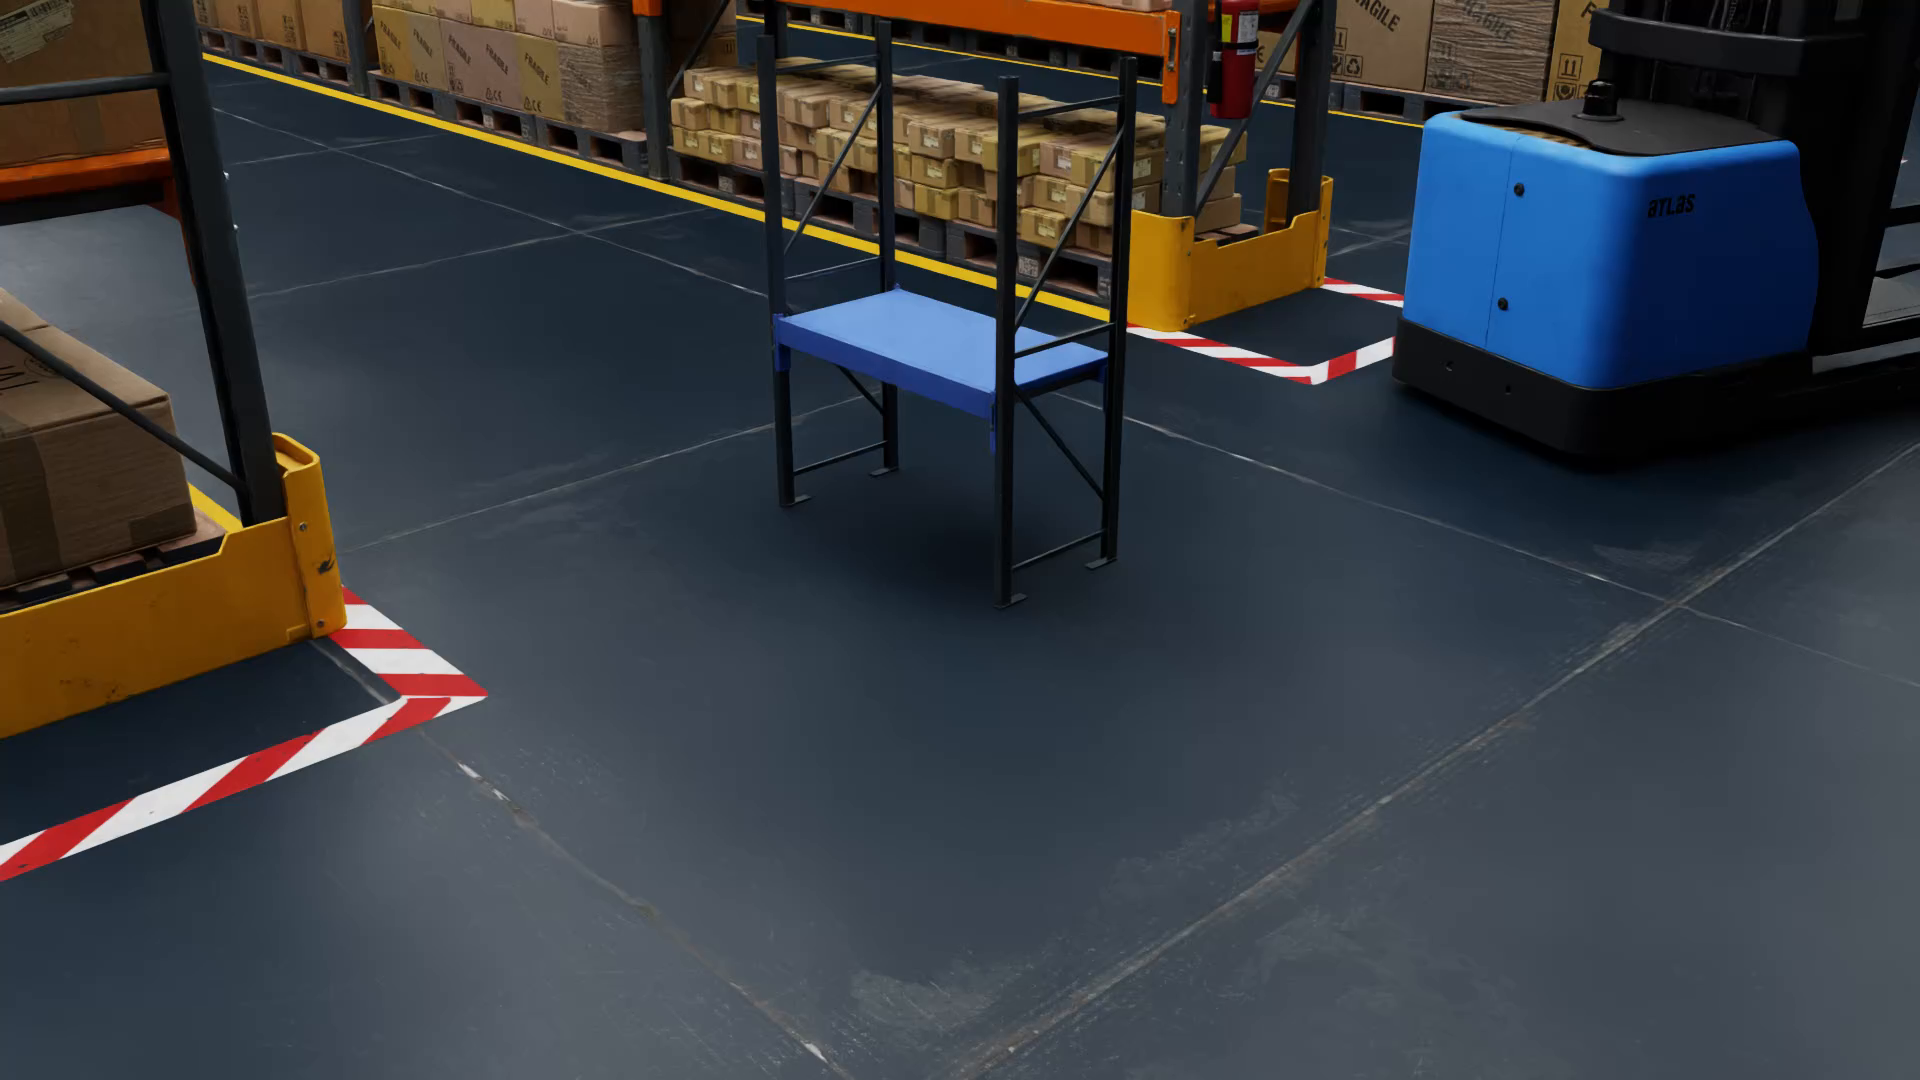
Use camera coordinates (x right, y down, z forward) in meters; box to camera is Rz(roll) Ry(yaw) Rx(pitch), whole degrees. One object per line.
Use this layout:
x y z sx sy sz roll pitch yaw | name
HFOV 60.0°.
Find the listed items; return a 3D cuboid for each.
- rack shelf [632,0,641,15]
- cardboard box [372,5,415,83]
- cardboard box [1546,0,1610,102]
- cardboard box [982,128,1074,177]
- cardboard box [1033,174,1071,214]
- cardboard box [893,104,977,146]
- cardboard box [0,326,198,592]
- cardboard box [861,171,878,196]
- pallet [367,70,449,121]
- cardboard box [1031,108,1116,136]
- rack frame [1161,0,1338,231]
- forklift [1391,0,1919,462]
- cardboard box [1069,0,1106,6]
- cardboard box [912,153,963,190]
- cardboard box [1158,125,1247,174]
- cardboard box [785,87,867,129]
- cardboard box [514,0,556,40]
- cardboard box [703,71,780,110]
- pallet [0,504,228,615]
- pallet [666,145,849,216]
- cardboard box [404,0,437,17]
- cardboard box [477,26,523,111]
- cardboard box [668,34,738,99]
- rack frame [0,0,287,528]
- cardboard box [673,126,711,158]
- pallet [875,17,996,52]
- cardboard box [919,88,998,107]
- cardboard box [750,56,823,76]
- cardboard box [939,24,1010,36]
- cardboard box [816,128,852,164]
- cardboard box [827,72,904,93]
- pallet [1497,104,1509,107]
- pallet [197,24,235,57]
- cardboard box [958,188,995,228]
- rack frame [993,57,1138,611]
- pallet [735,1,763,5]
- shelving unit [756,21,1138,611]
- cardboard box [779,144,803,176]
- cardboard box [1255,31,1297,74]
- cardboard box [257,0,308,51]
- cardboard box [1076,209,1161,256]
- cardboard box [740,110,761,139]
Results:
-2.832 -3.941 11.141 1.077 0.370 4.000 -21 32 -38 | rack shelf
-3.902 -3.641 12.123 0.500 0.500 0.500 22 33 40 | cardboard box
4.463 -3.222 10.753 0.875 0.875 0.875 -21 32 -38 | cardboard box
0.323 -1.838 7.878 0.380 0.149 0.250 -22 33 -40 | cardboard box
0.561 -1.653 7.830 0.380 0.149 0.250 -22 33 -40 | cardboard box
-0.132 -2.112 8.477 0.250 0.149 0.380 23 33 40 | cardboard box
-2.799 -0.212 4.682 0.875 0.438 0.875 22 33 40 | cardboard box
-0.299 -1.915 8.763 0.380 0.149 0.250 -20 31 -37 | cardboard box
-3.666 -3.368 12.379 1.003 0.211 1.213 -21 32 -38 | pallet
0.574 -2.084 8.416 0.250 0.149 0.380 22 32 39 | cardboard box
1.269 -2.450 7.007 1.000 3.000 0.127 -21 32 -38 | rack frame
3.234 -2.019 6.143 3.031 2.935 1.130 -12 27 -24 | forklift
0.697 -2.441 7.288 0.380 0.149 0.250 -21 32 -39 | cardboard box
-0.020 -1.869 8.303 0.380 0.149 0.250 -21 32 -38 | cardboard box
1.159 -1.870 7.947 0.250 0.149 0.380 22 32 39 | cardboard box
-0.718 -2.328 8.951 0.380 0.149 0.250 -20 31 -37 | cardboard box
-2.500 -3.371 10.626 0.500 0.250 0.500 -19 31 -36 | cardboard box
-1.236 -2.563 9.467 0.380 0.149 0.250 -19 31 -36 | cardboard box
-2.879 0.033 4.923 1.003 0.211 1.213 -21 32 -38 | pallet
-0.980 -2.200 9.818 1.003 0.211 1.213 -21 32 -38 | pallet
-3.558 -3.838 11.651 0.500 0.250 0.500 -22 32 -39 | cardboard box
-2.853 -3.181 11.114 0.500 0.500 0.500 -22 33 -40 | cardboard box
-1.777 -3.015 10.751 0.500 0.500 0.500 -20 31 -37 | cardboard box
-2.275 -1.015 3.862 1.000 3.000 0.127 -21 32 -38 | rack frame
-1.451 -2.355 9.726 0.250 0.149 0.380 22 33 40 | cardboard box
-0.026 -4.722 15.345 1.003 0.211 1.213 -21 32 -38 | pallet
0.003 -2.312 8.916 0.380 0.149 0.250 -21 32 -38 | cardboard box
-1.032 -2.793 9.970 0.380 0.149 0.250 -20 31 -37 | cardboard box
0.551 -4.988 14.623 1.225 0.875 0.875 -21 32 -38 | cardboard box
-0.540 -2.109 8.829 0.380 0.149 0.250 -22 32 -39 | cardboard box
-0.532 -2.553 9.443 0.380 0.149 0.250 -20 31 -37 | cardboard box
4.355 -2.778 11.085 1.003 0.211 1.213 -21 32 -38 | pallet
-6.351 -4.605 15.089 1.003 0.211 1.213 -21 32 -38 | pallet
0.211 -1.669 8.224 0.380 0.149 0.250 -21 32 -38 | cardboard box
0.289 -0.554 4.658 0.500 1.500 0.032 -21 32 -38 | rack frame
-2.710 -5.958 18.056 1.003 0.211 1.213 -21 32 -38 | pallet
-0.058 -0.708 4.995 0.538 1.500 1.048 -21 32 -38 | shelving unit
-0.851 -2.151 9.279 0.380 0.149 0.250 -22 33 -39 | cardboard box
2.617 -4.040 12.546 0.875 0.875 0.875 -21 32 -38 | cardboard box
-5.150 -4.515 13.738 1.050 0.750 0.750 -21 32 -38 | cardboard box
0.757 -1.445 7.731 0.380 0.149 0.250 -21 32 -38 | cardboard box
-1.020 -2.376 9.415 0.380 0.149 0.250 -21 32 -39 | cardboard box
